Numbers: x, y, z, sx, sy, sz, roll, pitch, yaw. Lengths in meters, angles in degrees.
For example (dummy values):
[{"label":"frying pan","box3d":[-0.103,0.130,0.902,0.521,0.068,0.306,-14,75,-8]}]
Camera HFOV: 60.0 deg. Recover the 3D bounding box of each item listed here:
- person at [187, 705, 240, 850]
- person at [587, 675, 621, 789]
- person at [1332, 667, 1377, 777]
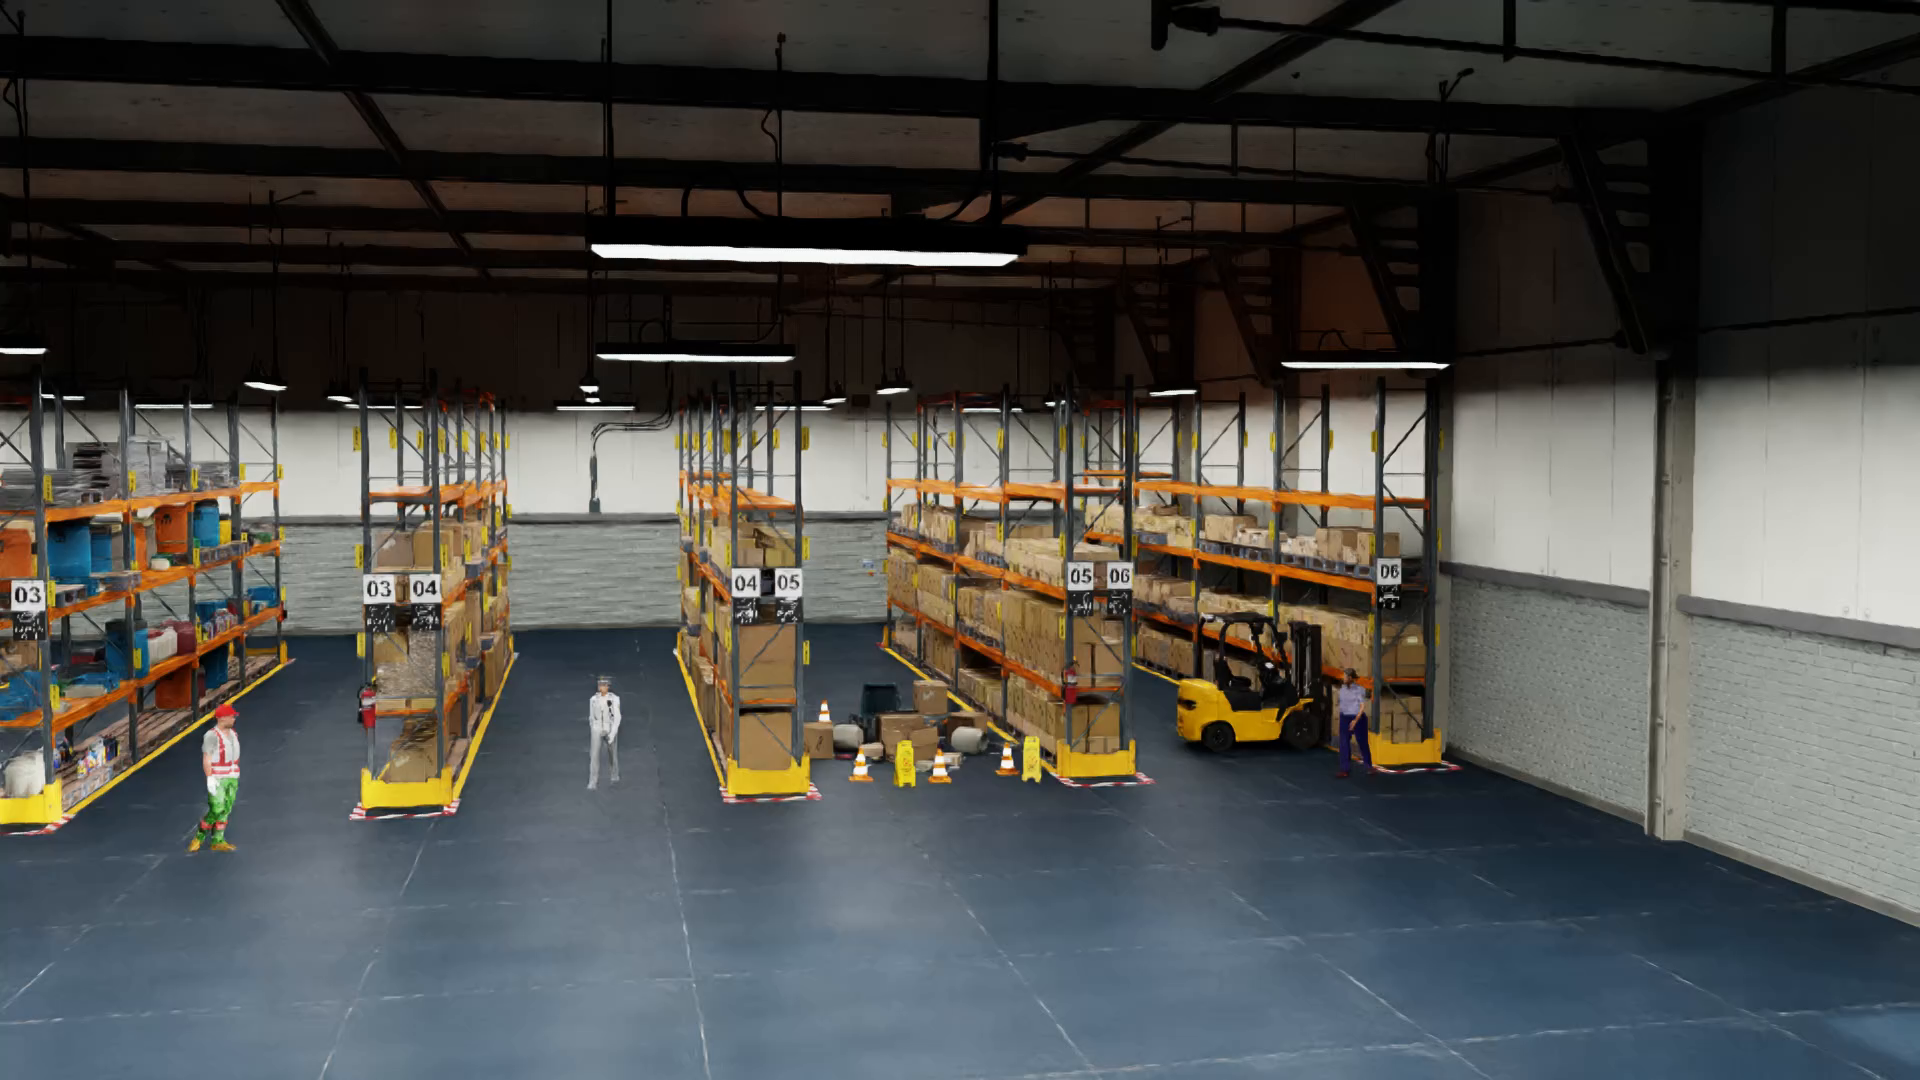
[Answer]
[{"label":"person","box3d":[-9.060,2.896,20.229,0.460,1.780,0.697,1,4,18]},{"label":"person","box3d":[-5.130,2.743,24.040,0.482,1.621,0.989,0,3,-3]},{"label":"person","box3d":[5.893,2.710,24.814,0.690,1.634,0.516,-3,5,-41]}]
